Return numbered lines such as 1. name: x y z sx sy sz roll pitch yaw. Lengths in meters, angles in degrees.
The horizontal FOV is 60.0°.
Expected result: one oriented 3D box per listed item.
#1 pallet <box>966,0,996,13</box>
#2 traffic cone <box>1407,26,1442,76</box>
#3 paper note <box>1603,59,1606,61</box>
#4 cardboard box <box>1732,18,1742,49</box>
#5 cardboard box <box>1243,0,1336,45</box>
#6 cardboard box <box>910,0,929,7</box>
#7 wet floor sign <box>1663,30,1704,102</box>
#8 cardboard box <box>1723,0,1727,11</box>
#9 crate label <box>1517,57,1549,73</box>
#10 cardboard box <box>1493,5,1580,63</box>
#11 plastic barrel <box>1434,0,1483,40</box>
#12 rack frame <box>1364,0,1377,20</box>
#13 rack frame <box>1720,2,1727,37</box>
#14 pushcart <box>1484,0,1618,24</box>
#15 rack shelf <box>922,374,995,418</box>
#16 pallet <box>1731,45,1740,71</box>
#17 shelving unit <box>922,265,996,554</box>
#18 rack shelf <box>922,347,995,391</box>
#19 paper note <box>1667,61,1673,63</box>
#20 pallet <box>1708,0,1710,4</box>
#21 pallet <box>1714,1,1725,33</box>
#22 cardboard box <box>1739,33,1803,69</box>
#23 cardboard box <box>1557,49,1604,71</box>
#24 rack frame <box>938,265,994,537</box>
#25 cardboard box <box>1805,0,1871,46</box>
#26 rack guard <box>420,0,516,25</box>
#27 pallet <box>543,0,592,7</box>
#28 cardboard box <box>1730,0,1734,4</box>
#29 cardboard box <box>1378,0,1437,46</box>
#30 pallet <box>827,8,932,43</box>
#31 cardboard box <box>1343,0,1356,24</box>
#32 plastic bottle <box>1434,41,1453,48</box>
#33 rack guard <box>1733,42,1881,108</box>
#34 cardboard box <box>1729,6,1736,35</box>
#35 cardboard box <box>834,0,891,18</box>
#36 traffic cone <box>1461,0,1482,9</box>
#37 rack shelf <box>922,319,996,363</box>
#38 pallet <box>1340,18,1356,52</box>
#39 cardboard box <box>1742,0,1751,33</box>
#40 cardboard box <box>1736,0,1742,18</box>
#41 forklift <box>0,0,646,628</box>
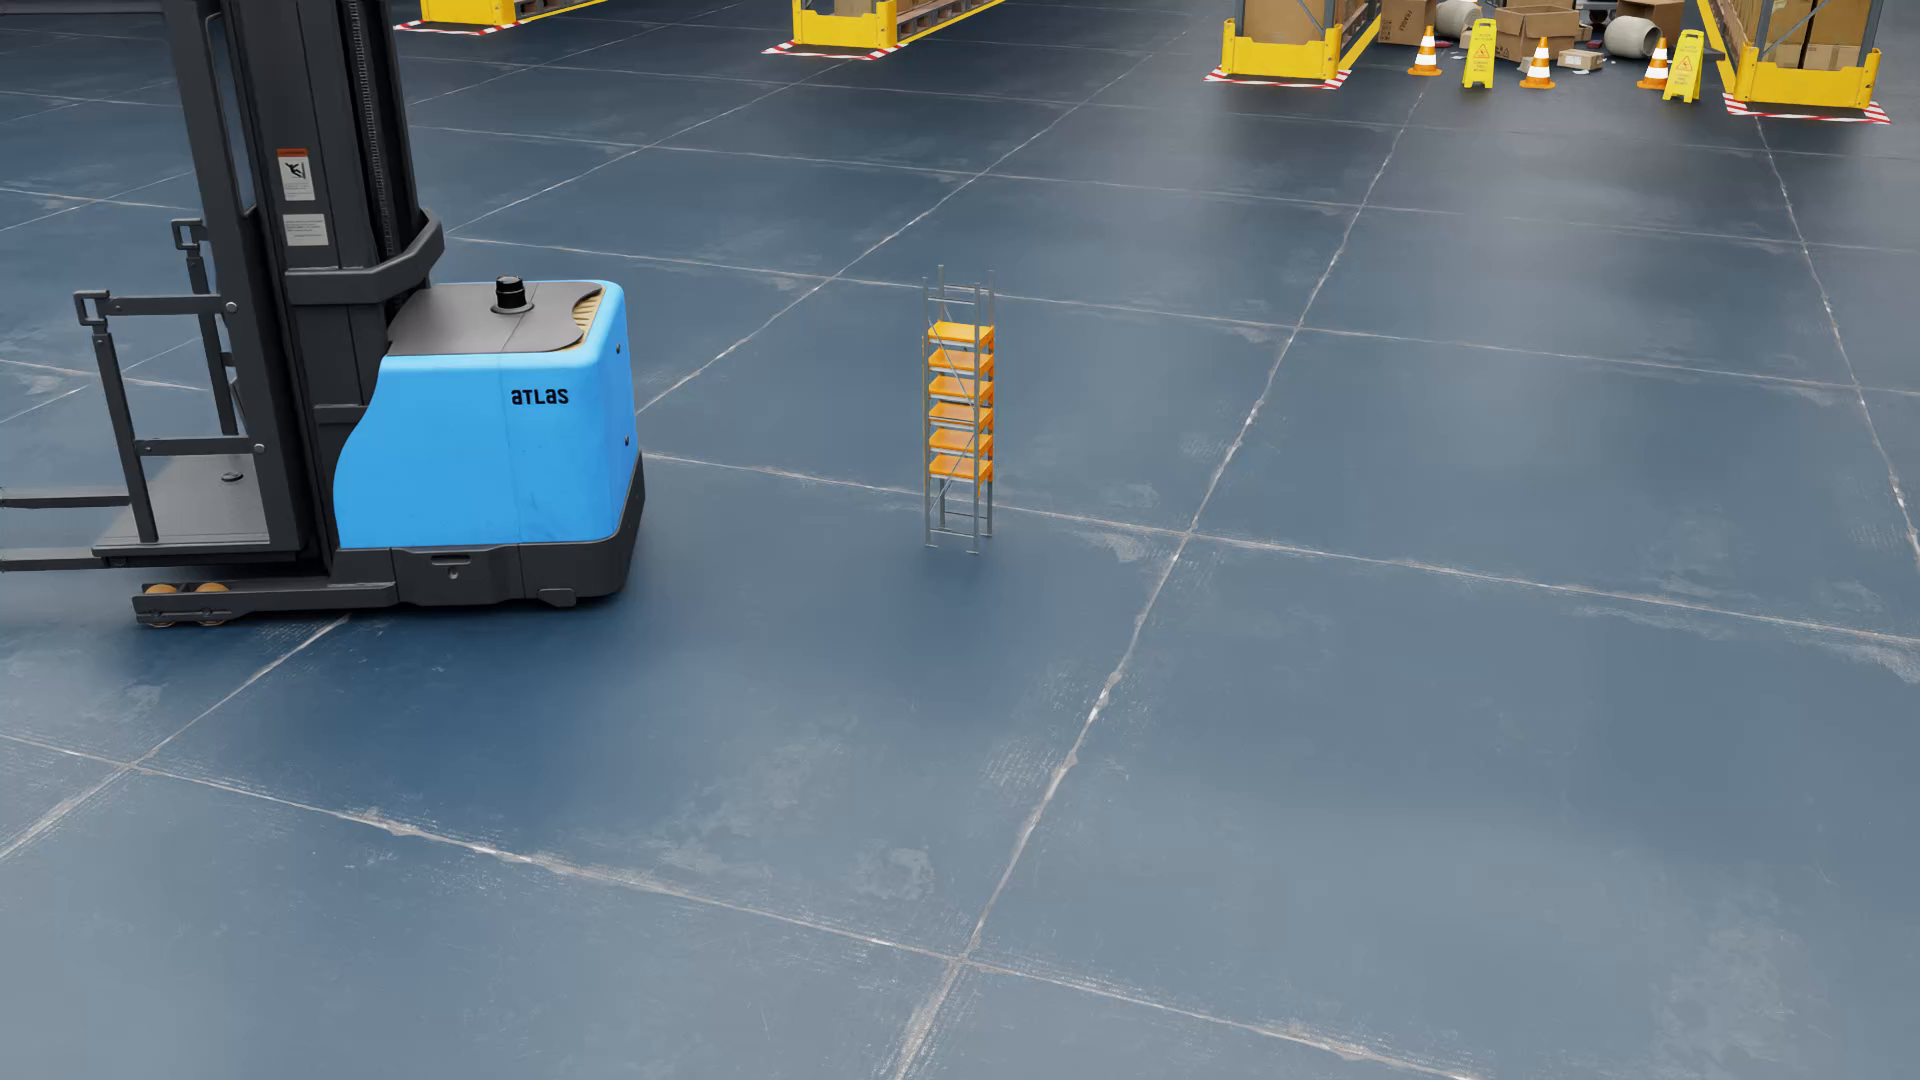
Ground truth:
1. pallet: -0.187 -7.066 21.602 1.003 0.211 1.213 9 27 17
2. traffic cone: 4.832 -5.069 17.187 0.336 0.463 0.334 9 27 17
3. paper note: 6.879 -5.185 17.936 0.148 0.019 0.142 20 32 35
4. cardboard box: 8.381 -5.272 17.370 0.500 0.250 0.500 8 27 16
5. cardboard box: 3.479 -5.719 17.576 0.875 0.875 0.875 9 27 18
6. cardboard box: -0.712 -6.782 20.202 0.500 0.500 0.500 11 28 22
7. wet floor sign: 6.945 -4.539 15.885 0.267 0.644 0.232 20 32 35
8. cardboard box: 9.521 -6.388 19.534 0.950 0.372 0.625 9 27 18
9. crate label: 5.987 -4.950 17.317 0.250 0.136 0.298 -5 26 -9
10. cardboard box: 6.214 -5.487 18.005 0.797 0.503 0.637 -9 27 -18
11. plastic barrel: 5.716 -5.994 19.143 0.421 0.421 0.512 -14 29 -27
12. rack frame: 4.647 -7.842 20.004 1.000 3.000 0.127 9 27 17
13. rack frame: 9.348 -7.165 18.607 1.000 3.000 0.127 9 27 17
14. pushcart: 7.182 -6.295 19.819 1.648 0.377 0.936 0 26 -1
15. rack shelf: -0.005 -0.602 6.943 0.258 0.103 0.180 9 27 17
16. pallet: 8.754 -5.126 17.595 1.003 0.211 1.213 9 27 17
17. shelving unit: -0.005 -0.534 6.976 0.258 1.200 0.189 9 27 17
18. rack shelf: -0.005 -0.710 6.891 0.258 0.103 0.180 9 27 17
19. paper note: 7.583 -5.135 17.821 0.142 0.019 0.148 0 26 -1
20. pallet: 10.418 -7.233 21.947 1.003 0.211 1.213 9 27 17
21. pallet: 9.606 -6.231 19.876 1.003 0.211 1.213 9 27 17
22. cardboard box: 8.041 -4.854 16.507 0.500 0.250 0.500 9 27 17
23. cardboard box: 6.548 -5.070 17.550 0.250 0.149 0.380 -20 33 -36
24. rack frame: 0.026 -0.572 7.054 0.240 1.200 0.006 9 27 17
25. cardboard box: 8.554 -5.112 16.179 0.500 0.500 0.500 8 27 16
26. rack guard: -6.018 -6.590 20.287 1.175 0.500 0.348 9 27 17
27. pallet: -5.335 -7.293 22.070 1.003 0.211 1.213 9 27 17
28. cardboard box: 8.897 -6.251 18.532 0.500 0.500 0.500 10 28 20
29. cardboard box: 5.098 -5.931 18.923 0.500 0.500 0.500 14 29 26
30. pallet: -0.999 -6.064 19.532 1.003 0.211 1.213 9 27 17
31. cardboard box: 4.075 -6.455 19.097 0.875 0.875 0.875 9 27 18
32. plastic bottle: 5.390 -5.573 18.690 0.283 0.061 0.133 0 26 -1
33. rack guard: 8.043 -4.428 15.821 1.175 0.500 0.348 9 27 17
34. cardboard box: 8.730 -5.693 18.239 0.500 0.250 0.500 10 28 20
35. cardboard box: -1.104 -6.277 19.159 0.500 0.500 0.500 14 29 27
36. traffic cone: 6.517 -7.032 21.243 0.336 0.463 0.334 9 27 17
37. rack shelf: -0.005 -0.818 6.839 0.258 0.103 0.180 9 27 17
38. pallet: 3.916 -5.783 18.951 1.003 0.211 1.213 9 27 17
39. cardboard box: 8.208 -5.393 16.759 0.500 0.500 0.500 10 28 19
40. cardboard box: 8.556 -5.817 17.634 0.500 0.500 0.500 10 28 20
41. forklift: -2.895 -1.214 6.394 3.031 2.935 1.130 -2 26 -4
